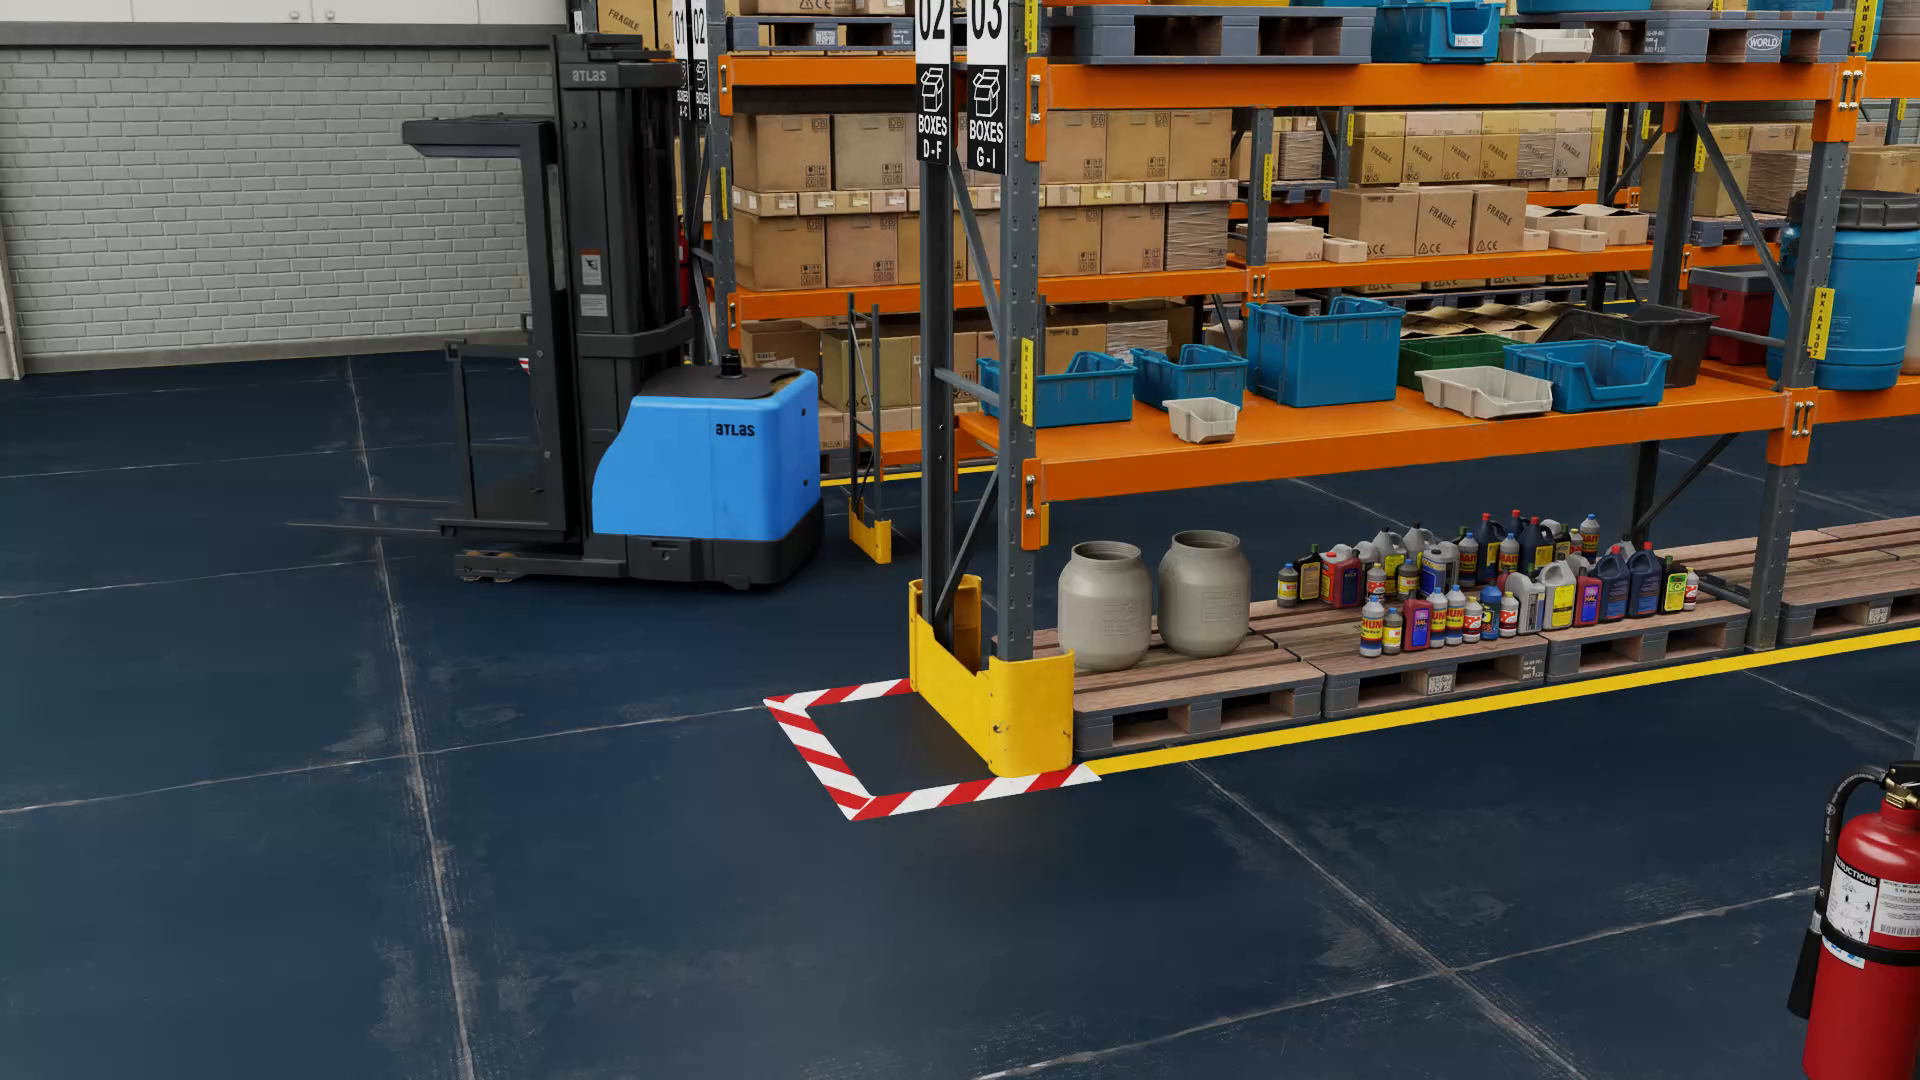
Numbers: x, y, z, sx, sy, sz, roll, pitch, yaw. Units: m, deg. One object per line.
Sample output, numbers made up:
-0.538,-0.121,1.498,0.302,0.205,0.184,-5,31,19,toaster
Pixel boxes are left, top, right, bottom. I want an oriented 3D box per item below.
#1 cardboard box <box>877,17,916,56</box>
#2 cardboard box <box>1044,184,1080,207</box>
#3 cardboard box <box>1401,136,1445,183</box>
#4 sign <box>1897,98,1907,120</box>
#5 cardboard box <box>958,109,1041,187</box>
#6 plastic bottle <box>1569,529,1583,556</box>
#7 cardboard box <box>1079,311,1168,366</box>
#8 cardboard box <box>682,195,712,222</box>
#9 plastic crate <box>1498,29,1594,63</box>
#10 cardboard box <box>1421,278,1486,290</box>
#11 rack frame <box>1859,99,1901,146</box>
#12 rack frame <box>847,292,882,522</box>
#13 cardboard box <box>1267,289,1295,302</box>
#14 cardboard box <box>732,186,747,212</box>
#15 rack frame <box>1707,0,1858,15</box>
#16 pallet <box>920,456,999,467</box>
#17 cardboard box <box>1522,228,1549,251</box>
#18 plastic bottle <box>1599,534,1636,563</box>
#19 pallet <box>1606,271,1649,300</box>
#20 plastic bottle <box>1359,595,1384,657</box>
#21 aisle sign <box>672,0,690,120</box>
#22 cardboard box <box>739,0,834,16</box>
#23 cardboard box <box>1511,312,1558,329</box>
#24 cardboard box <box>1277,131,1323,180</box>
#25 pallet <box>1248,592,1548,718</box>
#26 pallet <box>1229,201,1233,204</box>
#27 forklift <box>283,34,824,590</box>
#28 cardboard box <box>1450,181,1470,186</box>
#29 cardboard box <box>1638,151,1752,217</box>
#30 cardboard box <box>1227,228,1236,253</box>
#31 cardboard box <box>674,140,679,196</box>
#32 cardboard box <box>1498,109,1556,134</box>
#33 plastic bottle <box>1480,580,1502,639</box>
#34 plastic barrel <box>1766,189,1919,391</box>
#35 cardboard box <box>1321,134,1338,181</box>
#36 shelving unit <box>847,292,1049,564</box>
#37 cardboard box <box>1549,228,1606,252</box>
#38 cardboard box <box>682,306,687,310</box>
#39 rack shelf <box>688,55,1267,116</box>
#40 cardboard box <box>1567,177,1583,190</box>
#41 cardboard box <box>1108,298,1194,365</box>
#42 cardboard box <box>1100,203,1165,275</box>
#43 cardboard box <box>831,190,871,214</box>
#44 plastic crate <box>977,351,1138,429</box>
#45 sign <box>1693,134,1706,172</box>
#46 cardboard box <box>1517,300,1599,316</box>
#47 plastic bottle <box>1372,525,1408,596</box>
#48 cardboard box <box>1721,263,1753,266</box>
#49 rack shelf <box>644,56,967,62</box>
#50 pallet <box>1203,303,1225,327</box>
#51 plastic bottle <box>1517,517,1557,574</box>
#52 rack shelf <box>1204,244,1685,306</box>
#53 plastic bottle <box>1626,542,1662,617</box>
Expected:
-0.608,-4.956,16.115,0.500,0.500,0.500,-8,18,-25,cardboard box
0.665,-2.468,11.849,0.250,0.149,0.380,-6,17,-18,cardboard box
5.025,-4.258,18.535,0.500,0.500,0.500,-6,17,-18,cardboard box
11.639,-5.358,20.544,0.005,0.325,0.100,-6,17,-20,sign
0.210,-2.792,11.803,0.500,0.500,0.700,-6,17,-20,cardboard box
3.248,0.042,8.816,0.097,0.201,0.097,0,16,0,plastic bottle
1.202,-1.410,12.381,0.500,0.500,0.500,-6,17,-20,cardboard box
-2.434,-3.179,15.831,0.500,0.250,0.500,-7,18,-22,cardboard box
2.443,-2.061,6.936,0.396,0.136,0.243,-6,17,-20,plastic crate
5.541,-3.322,19.158,0.750,0.750,0.750,-6,17,-20,cardboard box
11.458,-4.833,21.231,0.127,3.000,1.000,-6,17,-20,rack frame
-0.554,-0.660,9.683,0.032,1.500,0.500,-6,17,-20,rack frame
3.334,-2.952,18.481,0.500,0.500,0.700,-6,17,-19,cardboard box
-1.418,-2.364,11.498,0.250,0.149,0.380,-6,18,-21,cardboard box
3.797,-3.895,7.390,0.127,3.000,1.000,-6,17,-20,rack frame
0.130,-0.789,12.409,1.213,0.211,1.003,-6,17,-20,pallet
4.593,-2.459,13.595,0.250,0.149,0.380,-5,17,-16,cardboard box
3.247,0.146,8.196,0.185,0.351,0.144,-6,17,-20,plastic bottle
8.461,-3.148,20.442,1.213,0.211,1.003,-6,17,-20,pallet
1.867,0.384,7.528,0.097,0.271,0.097,0,16,0,plastic bottle
-1.873,-3.235,11.175,0.004,0.787,0.394,-6,17,-20,aisle sign
-1.169,-3.731,10.979,0.637,0.503,0.797,-5,17,-16,cardboard box
4.879,-1.703,13.712,0.500,0.311,0.500,-6,18,-21,cardboard box
3.552,-4.235,18.238,0.500,0.500,0.700,-8,18,-27,cardboard box
2.014,0.503,8.012,1.213,0.211,1.003,-6,17,-20,pallet
2.154,-3.724,17.796,1.213,0.211,1.003,-6,17,-20,pallet
-2.375,-1.309,9.355,3.031,2.935,1.130,3,17,9,forklift
5.569,-4.024,18.890,0.250,0.149,0.380,-6,17,-19,cardboard box
6.311,-3.066,14.292,0.500,0.500,0.700,-13,21,-38,cardboard box
2.779,-3.270,18.236,0.500,0.250,0.500,-6,17,-19,cardboard box
-2.930,-3.486,15.545,0.500,0.500,0.500,-6,17,-20,cardboard box
6.421,-4.775,18.962,0.500,0.250,0.500,-6,17,-19,cardboard box
2.469,0.319,7.749,0.097,0.271,0.097,0,16,0,plastic bottle
4.266,-1.216,8.026,0.708,0.901,0.600,-6,17,-20,plastic barrel
4.334,-4.343,18.824,0.500,0.500,0.500,-6,17,-20,cardboard box
-0.071,-0.712,9.861,1.083,1.500,0.587,-6,17,-20,shelving unit
5.022,-2.439,13.527,0.250,0.149,0.380,-6,17,-20,cardboard box
-2.805,-2.187,16.212,0.500,0.311,0.500,-8,18,-26,cardboard box
0.161,-3.212,11.667,4.000,0.370,1.077,-6,17,-20,rack shelf
7.023,-4.164,19.365,0.250,0.149,0.380,-6,17,-18,cardboard box
1.483,-1.598,13.018,0.500,0.500,0.500,-6,17,-20,cardboard box
1.126,-2.267,12.316,0.500,0.500,0.700,-6,18,-21,cardboard box
-0.784,-2.311,11.315,0.250,0.149,0.380,-6,17,-20,cardboard box
0.422,-0.671,7.323,0.616,0.251,0.499,-6,17,-20,plastic crate
5.965,-3.133,13.389,0.005,0.325,0.100,-6,17,-20,sign
5.169,-1.899,14.380,0.500,0.311,0.500,-6,17,-18,cardboard box
2.148,0.096,8.367,0.185,0.351,0.144,-5,17,-18,plastic bottle
9.408,-3.581,20.660,0.500,0.500,0.700,-6,17,-19,cardboard box
-1.615,-4.515,16.104,4.000,0.370,1.077,-6,17,-20,rack shelf
2.120,-2.488,18.196,1.213,0.211,1.003,-6,17,-20,pallet
2.947,0.054,8.512,0.185,0.351,0.144,-6,17,-20,plastic bottle
3.896,-2.176,13.463,4.000,0.370,1.077,-6,17,-20,rack shelf
3.299,0.184,8.067,0.185,0.351,0.144,-7,18,-22,plastic bottle
